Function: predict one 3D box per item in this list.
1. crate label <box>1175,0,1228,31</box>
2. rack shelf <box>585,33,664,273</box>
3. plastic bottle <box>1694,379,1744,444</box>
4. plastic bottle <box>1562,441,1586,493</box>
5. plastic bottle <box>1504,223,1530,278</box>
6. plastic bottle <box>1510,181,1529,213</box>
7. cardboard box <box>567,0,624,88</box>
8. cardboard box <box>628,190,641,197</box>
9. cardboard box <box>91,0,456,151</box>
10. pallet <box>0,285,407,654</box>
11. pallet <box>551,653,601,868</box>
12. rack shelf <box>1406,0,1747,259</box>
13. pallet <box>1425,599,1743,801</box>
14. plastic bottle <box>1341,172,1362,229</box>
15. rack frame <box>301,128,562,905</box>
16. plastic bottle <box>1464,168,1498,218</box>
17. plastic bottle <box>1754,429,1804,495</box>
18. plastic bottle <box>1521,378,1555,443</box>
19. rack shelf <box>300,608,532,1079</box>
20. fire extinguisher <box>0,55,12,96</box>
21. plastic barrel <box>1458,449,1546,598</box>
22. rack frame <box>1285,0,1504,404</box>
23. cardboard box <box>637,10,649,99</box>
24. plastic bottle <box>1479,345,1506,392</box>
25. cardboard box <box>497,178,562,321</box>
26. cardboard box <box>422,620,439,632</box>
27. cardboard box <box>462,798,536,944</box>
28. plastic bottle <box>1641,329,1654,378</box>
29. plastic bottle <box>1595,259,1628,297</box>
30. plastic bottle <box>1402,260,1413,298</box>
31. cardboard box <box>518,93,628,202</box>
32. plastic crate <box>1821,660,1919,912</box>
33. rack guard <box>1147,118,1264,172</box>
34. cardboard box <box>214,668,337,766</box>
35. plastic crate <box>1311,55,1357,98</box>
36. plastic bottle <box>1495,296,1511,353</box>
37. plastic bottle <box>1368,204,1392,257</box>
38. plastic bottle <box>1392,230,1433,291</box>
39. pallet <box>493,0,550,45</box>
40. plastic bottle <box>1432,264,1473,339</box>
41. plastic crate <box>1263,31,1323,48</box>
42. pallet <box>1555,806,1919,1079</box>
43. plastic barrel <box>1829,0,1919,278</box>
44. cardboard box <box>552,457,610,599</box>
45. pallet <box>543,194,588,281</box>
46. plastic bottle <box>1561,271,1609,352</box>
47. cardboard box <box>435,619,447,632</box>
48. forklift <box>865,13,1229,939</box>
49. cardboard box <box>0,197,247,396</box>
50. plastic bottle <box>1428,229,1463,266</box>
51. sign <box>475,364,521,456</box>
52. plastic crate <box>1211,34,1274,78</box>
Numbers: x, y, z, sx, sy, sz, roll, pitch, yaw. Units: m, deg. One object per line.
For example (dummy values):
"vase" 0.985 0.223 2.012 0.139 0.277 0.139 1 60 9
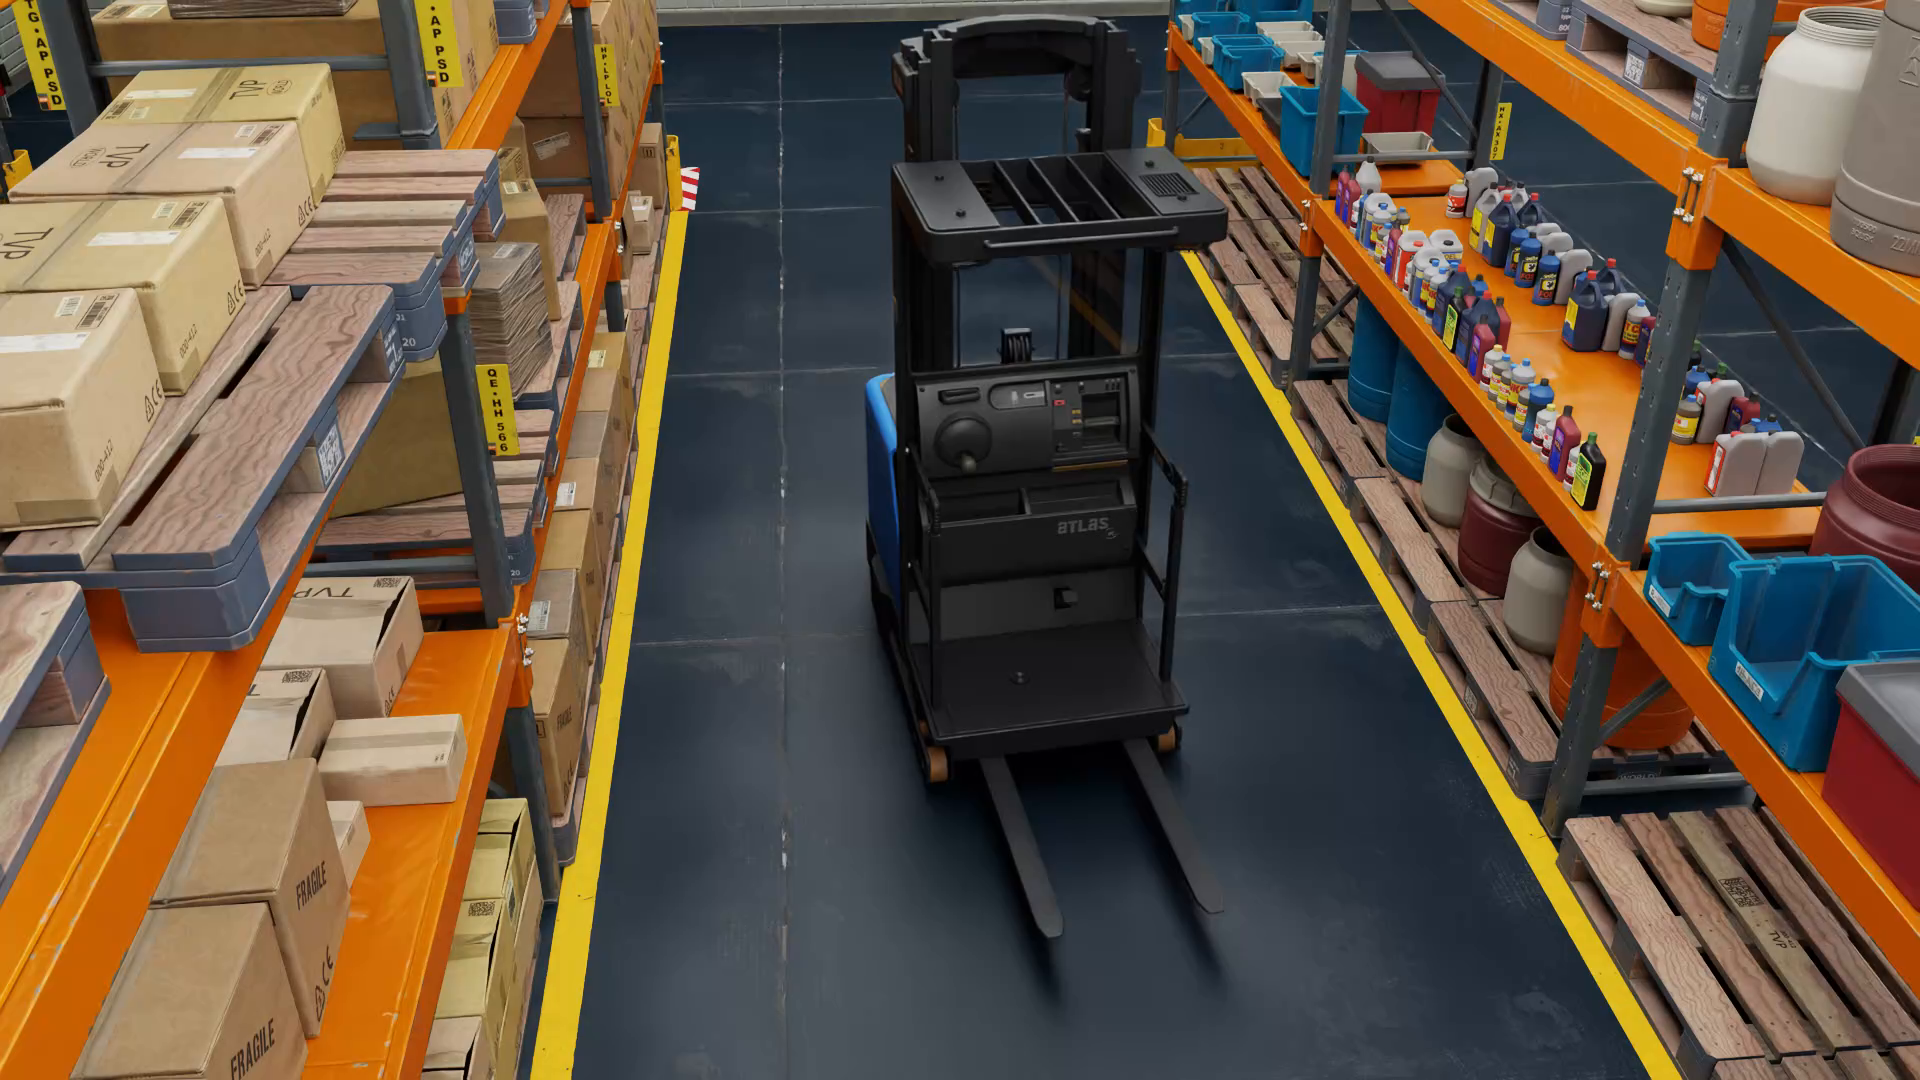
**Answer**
"crate label" 1.829 -4.026 12.670 0.416 0.233 0.303 -3 31 -5
"rack shelf" -2.612 -2.649 10.961 1.077 0.370 4.000 -3 31 -5
"plastic bottle" 3.119 -0.549 6.865 0.152 0.276 0.135 -3 31 -5
"plastic bottle" 2.426 -0.290 6.505 0.097 0.201 0.097 0 31 0
"plastic bottle" 2.825 -1.471 8.414 0.097 0.271 0.097 0 31 0
"plastic bottle" 2.919 -1.697 8.714 0.144 0.351 0.185 -3 31 -5
"cardboard box" -2.237 -2.926 9.651 0.500 0.500 0.500 -4 31 -6
"cardboard box" -2.554 -2.474 12.301 0.380 0.166 0.250 -3 31 -5
"cardboard box" -2.125 -1.446 5.223 0.910 0.500 0.500 -3 31 -5
"pallet" -1.791 -0.188 3.399 1.003 0.211 1.213 -1 31 -2
"pallet" -2.083 0.920 7.004 1.003 0.211 1.213 -3 31 -5
"rack shelf" 2.694 -2.130 7.167 1.077 0.370 4.000 -3 31 -5
"pallet" 2.766 0.667 7.428 1.003 0.211 1.213 -3 31 -5
"plastic bottle" 2.129 -1.846 9.029 0.061 0.283 0.133 -3 31 -5
"rack frame" -2.051 0.106 5.648 1.000 3.000 0.127 -3 31 -5
"plastic bottle" 2.866 -1.933 9.182 0.152 0.276 0.135 -3 31 -5
"plastic bottle" 3.162 -0.313 6.470 0.152 0.276 0.135 -3 31 -5
"plastic bottle" 2.386 -0.538 6.850 0.097 0.271 0.097 0 31 0
"rack shelf" -1.864 1.436 4.123 1.077 0.370 4.000 -3 31 -5
"fire extinguisher" -7.285 -3.645 12.367 0.296 0.674 0.183 -3 31 -5
"plastic barrel" 2.713 -0.100 7.935 0.600 0.588 0.708 -3 31 -5
"rack frame" 2.507 -2.172 9.461 1.000 3.000 0.127 -3 31 -5
"cardboard box" -2.392 -3.286 11.229 0.500 0.500 0.500 -3 31 -4
"plastic bottle" 2.341 -0.756 7.284 0.097 0.201 0.097 0 31 0
"cardboard box" -2.198 -1.261 7.428 0.700 0.500 0.500 -11 32 -17
"cardboard box" -2.382 0.173 6.812 0.500 0.250 0.500 -2 31 -3
"cardboard box" -1.757 1.121 5.674 0.500 0.311 0.500 -2 31 -3
"plastic bottle" 3.093 -0.843 7.362 0.097 0.271 0.097 0 31 0
"plastic bottle" 3.022 -1.135 7.773 0.144 0.351 0.185 -3 31 -5
"plastic bottle" 2.241 -1.299 8.193 0.097 0.201 0.097 0 31 0
"cardboard box" -2.201 -2.253 9.499 0.500 0.500 0.500 -2 31 -3
"plastic crate" 2.727 0.683 4.620 0.402 0.464 0.583 -3 31 -5
"rack guard" 2.118 -3.153 13.541 1.175 0.500 0.348 -3 31 -5
"cardboard box" -2.160 0.610 4.891 0.500 0.311 0.500 -3 31 -5
"plastic crate" 2.548 -2.935 10.796 0.437 0.282 0.530 -3 31 -5
"plastic bottle" 2.438 -0.951 7.530 0.061 0.283 0.133 -3 31 -5
"plastic bottle" 2.189 -1.615 8.654 0.097 0.271 0.097 0 31 0
"plastic bottle" 2.258 -1.391 8.275 0.152 0.276 0.135 -3 31 -5
"pallet" -2.334 -2.278 6.897 1.213 0.211 1.003 -3 31 -5
"plastic bottle" 2.309 -1.124 7.755 0.144 0.351 0.185 -3 31 -5
"plastic crate" 2.403 -3.570 12.001 0.396 0.136 0.243 -3 31 -5
"pallet" 2.915 1.465 6.092 1.003 0.211 1.213 -3 31 -5
"plastic barrel" 2.742 -1.203 4.425 0.600 0.901 0.600 0 31 0
"cardboard box" -1.959 -0.046 7.910 0.500 0.500 0.500 -4 31 -6
"pallet" -2.459 -1.441 8.424 1.003 0.211 1.213 -3 31 -5
"plastic bottle" 2.883 -1.059 7.645 0.144 0.351 0.185 -3 31 -5
"cardboard box" -2.372 0.524 6.957 0.500 0.500 0.500 -2 31 -3
"forklift" 0.330 -0.441 6.630 1.130 2.935 3.031 -6 31 -10
"cardboard box" -1.843 -0.510 3.490 0.500 0.250 0.500 -3 31 -6
"plastic bottle" 2.409 -1.399 8.287 0.152 0.276 0.135 -3 31 -5
"sign" -1.499 -0.420 5.398 0.100 0.325 0.005 -3 31 -5
"plastic crate" 1.952 -3.354 11.545 0.416 0.233 0.300 -3 31 -5
